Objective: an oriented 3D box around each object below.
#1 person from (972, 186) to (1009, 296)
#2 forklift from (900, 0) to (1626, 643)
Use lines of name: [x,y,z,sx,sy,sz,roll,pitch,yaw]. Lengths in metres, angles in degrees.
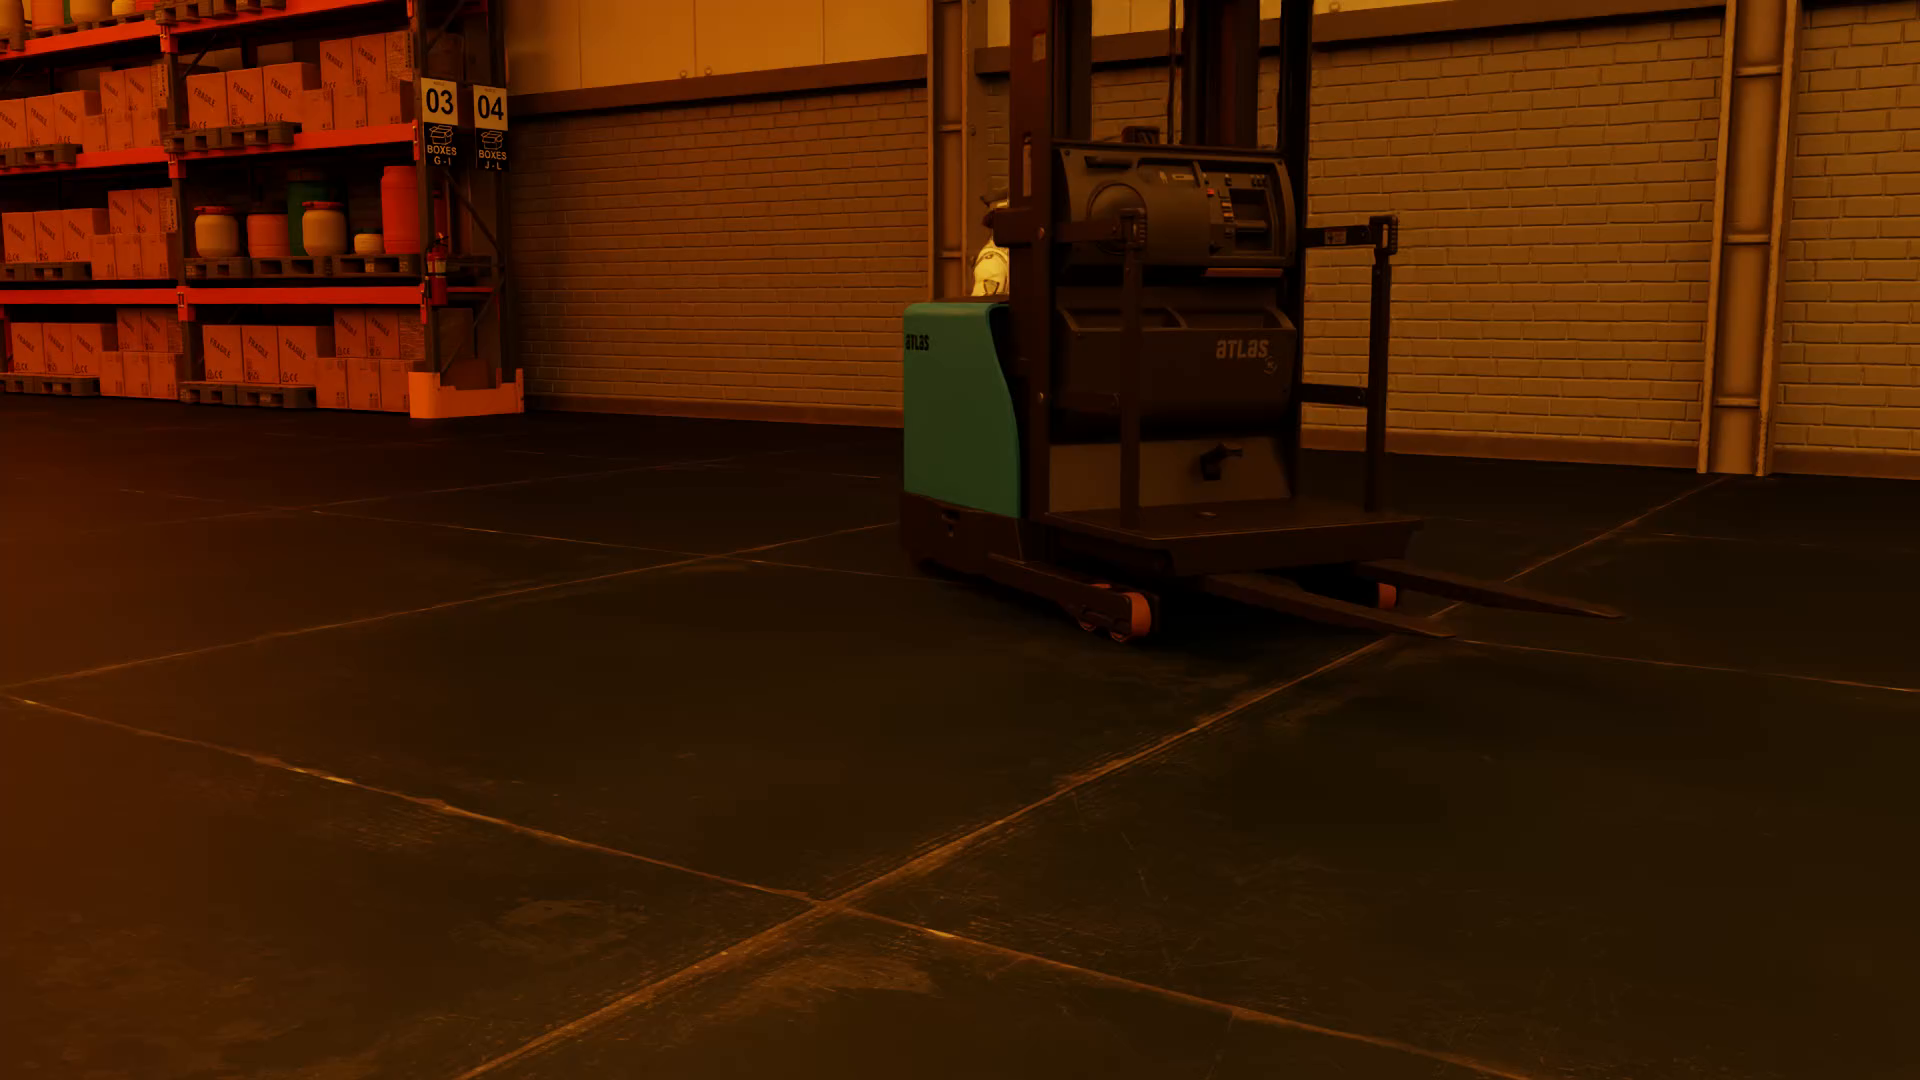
person: [0.341,-0.776,7.369,0.657,1.586,0.682,-8,11,-44]
forklift: [0.861,-1.194,5.587,1.130,2.935,3.031,-4,9,-26]
